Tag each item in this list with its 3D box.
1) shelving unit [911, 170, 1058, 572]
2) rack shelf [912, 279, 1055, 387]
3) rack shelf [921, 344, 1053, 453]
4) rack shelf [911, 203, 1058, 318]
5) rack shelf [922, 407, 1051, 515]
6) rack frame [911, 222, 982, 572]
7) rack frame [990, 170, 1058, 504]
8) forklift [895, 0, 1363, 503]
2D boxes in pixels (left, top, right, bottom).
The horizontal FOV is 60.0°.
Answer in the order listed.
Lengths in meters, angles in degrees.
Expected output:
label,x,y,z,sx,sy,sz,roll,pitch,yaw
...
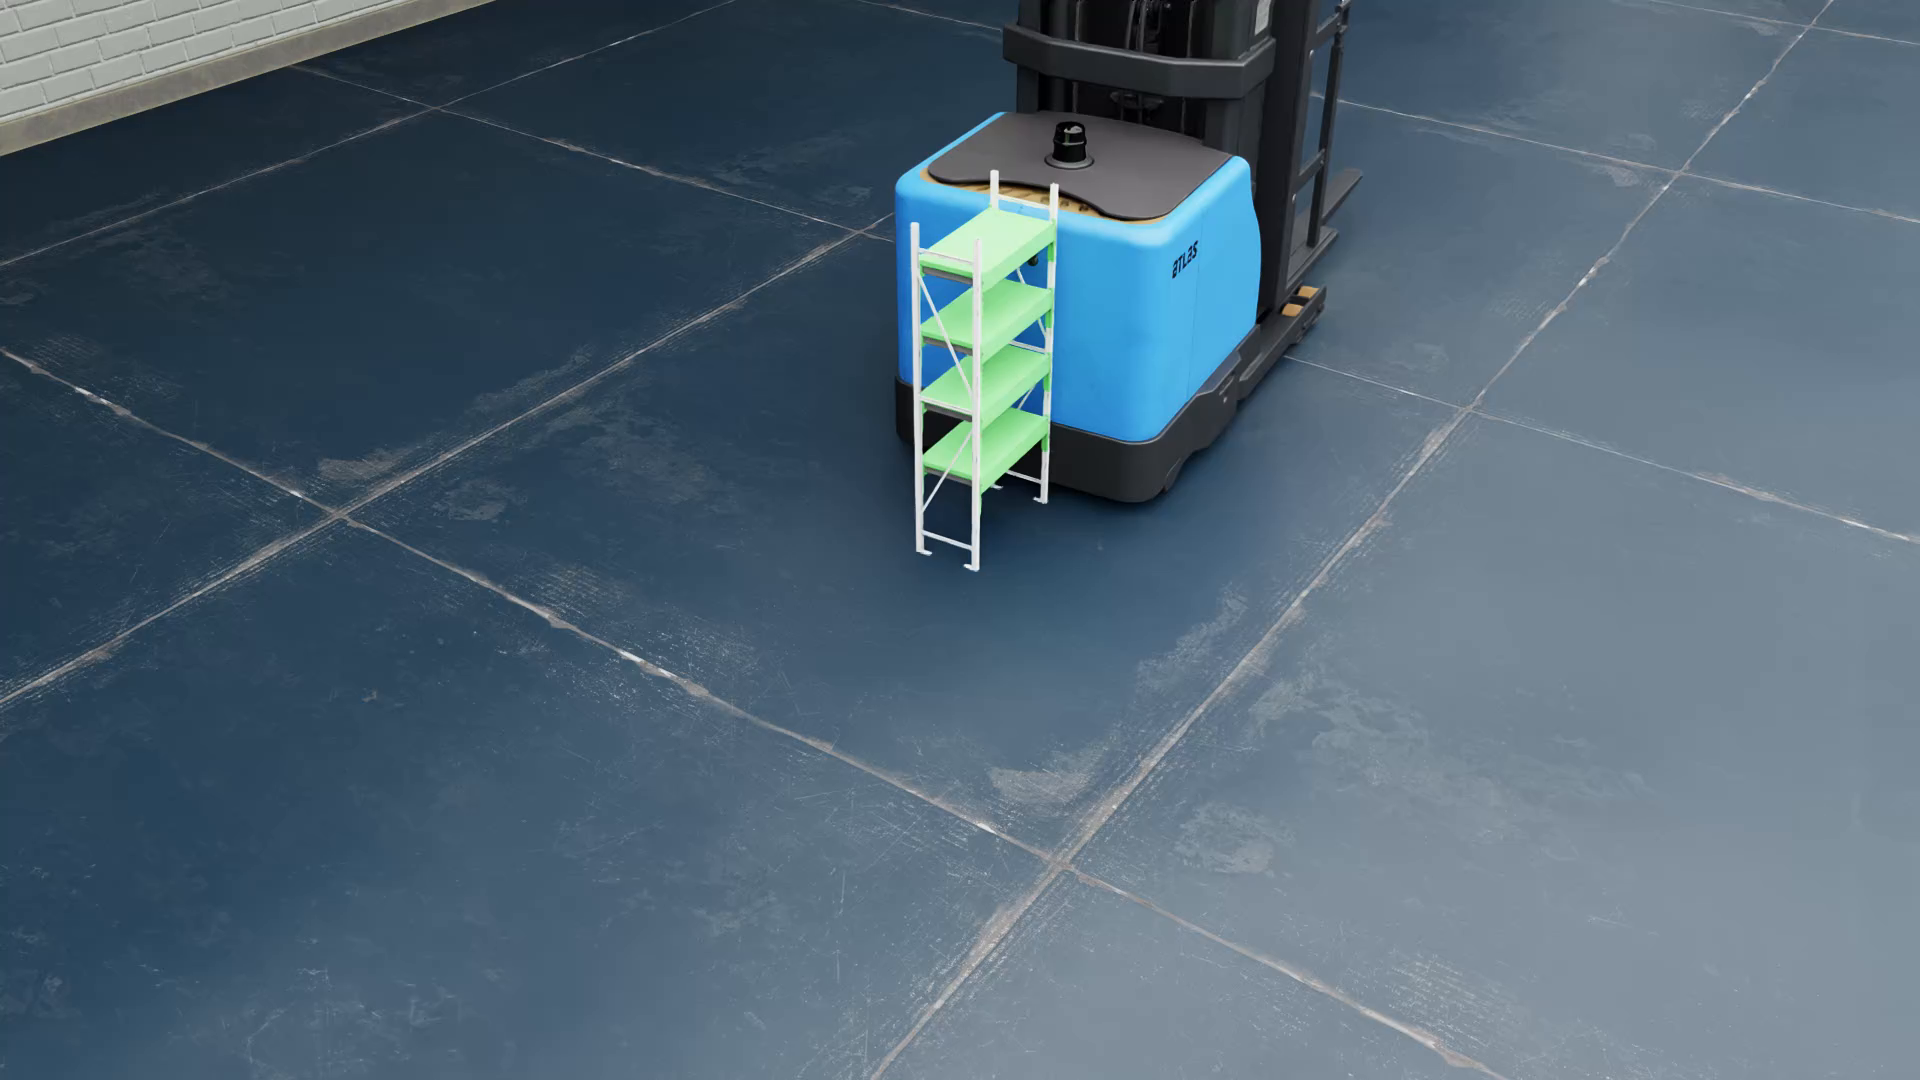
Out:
label,x,y,z,sx,sy,sz,roll,pitch,yaw
shelving unit,0.081,-0.544,5.484,0.258,1.200,0.503,18,38,25
rack shelf,0.081,-0.690,5.385,0.258,0.148,0.480,18,38,25
rack shelf,0.081,-0.491,5.519,0.258,0.148,0.480,18,38,25
rack shelf,0.081,-0.889,5.251,0.258,0.148,0.480,18,38,25
rack shelf,0.081,-0.292,5.654,0.258,0.148,0.480,18,38,25
rack frame,-0.043,-0.426,5.310,0.240,1.200,0.015,18,38,25
rack frame,0.205,-0.662,5.658,0.240,1.200,0.015,18,38,25
forklift,0.909,-2.147,6.309,1.130,2.935,3.031,17,38,23
